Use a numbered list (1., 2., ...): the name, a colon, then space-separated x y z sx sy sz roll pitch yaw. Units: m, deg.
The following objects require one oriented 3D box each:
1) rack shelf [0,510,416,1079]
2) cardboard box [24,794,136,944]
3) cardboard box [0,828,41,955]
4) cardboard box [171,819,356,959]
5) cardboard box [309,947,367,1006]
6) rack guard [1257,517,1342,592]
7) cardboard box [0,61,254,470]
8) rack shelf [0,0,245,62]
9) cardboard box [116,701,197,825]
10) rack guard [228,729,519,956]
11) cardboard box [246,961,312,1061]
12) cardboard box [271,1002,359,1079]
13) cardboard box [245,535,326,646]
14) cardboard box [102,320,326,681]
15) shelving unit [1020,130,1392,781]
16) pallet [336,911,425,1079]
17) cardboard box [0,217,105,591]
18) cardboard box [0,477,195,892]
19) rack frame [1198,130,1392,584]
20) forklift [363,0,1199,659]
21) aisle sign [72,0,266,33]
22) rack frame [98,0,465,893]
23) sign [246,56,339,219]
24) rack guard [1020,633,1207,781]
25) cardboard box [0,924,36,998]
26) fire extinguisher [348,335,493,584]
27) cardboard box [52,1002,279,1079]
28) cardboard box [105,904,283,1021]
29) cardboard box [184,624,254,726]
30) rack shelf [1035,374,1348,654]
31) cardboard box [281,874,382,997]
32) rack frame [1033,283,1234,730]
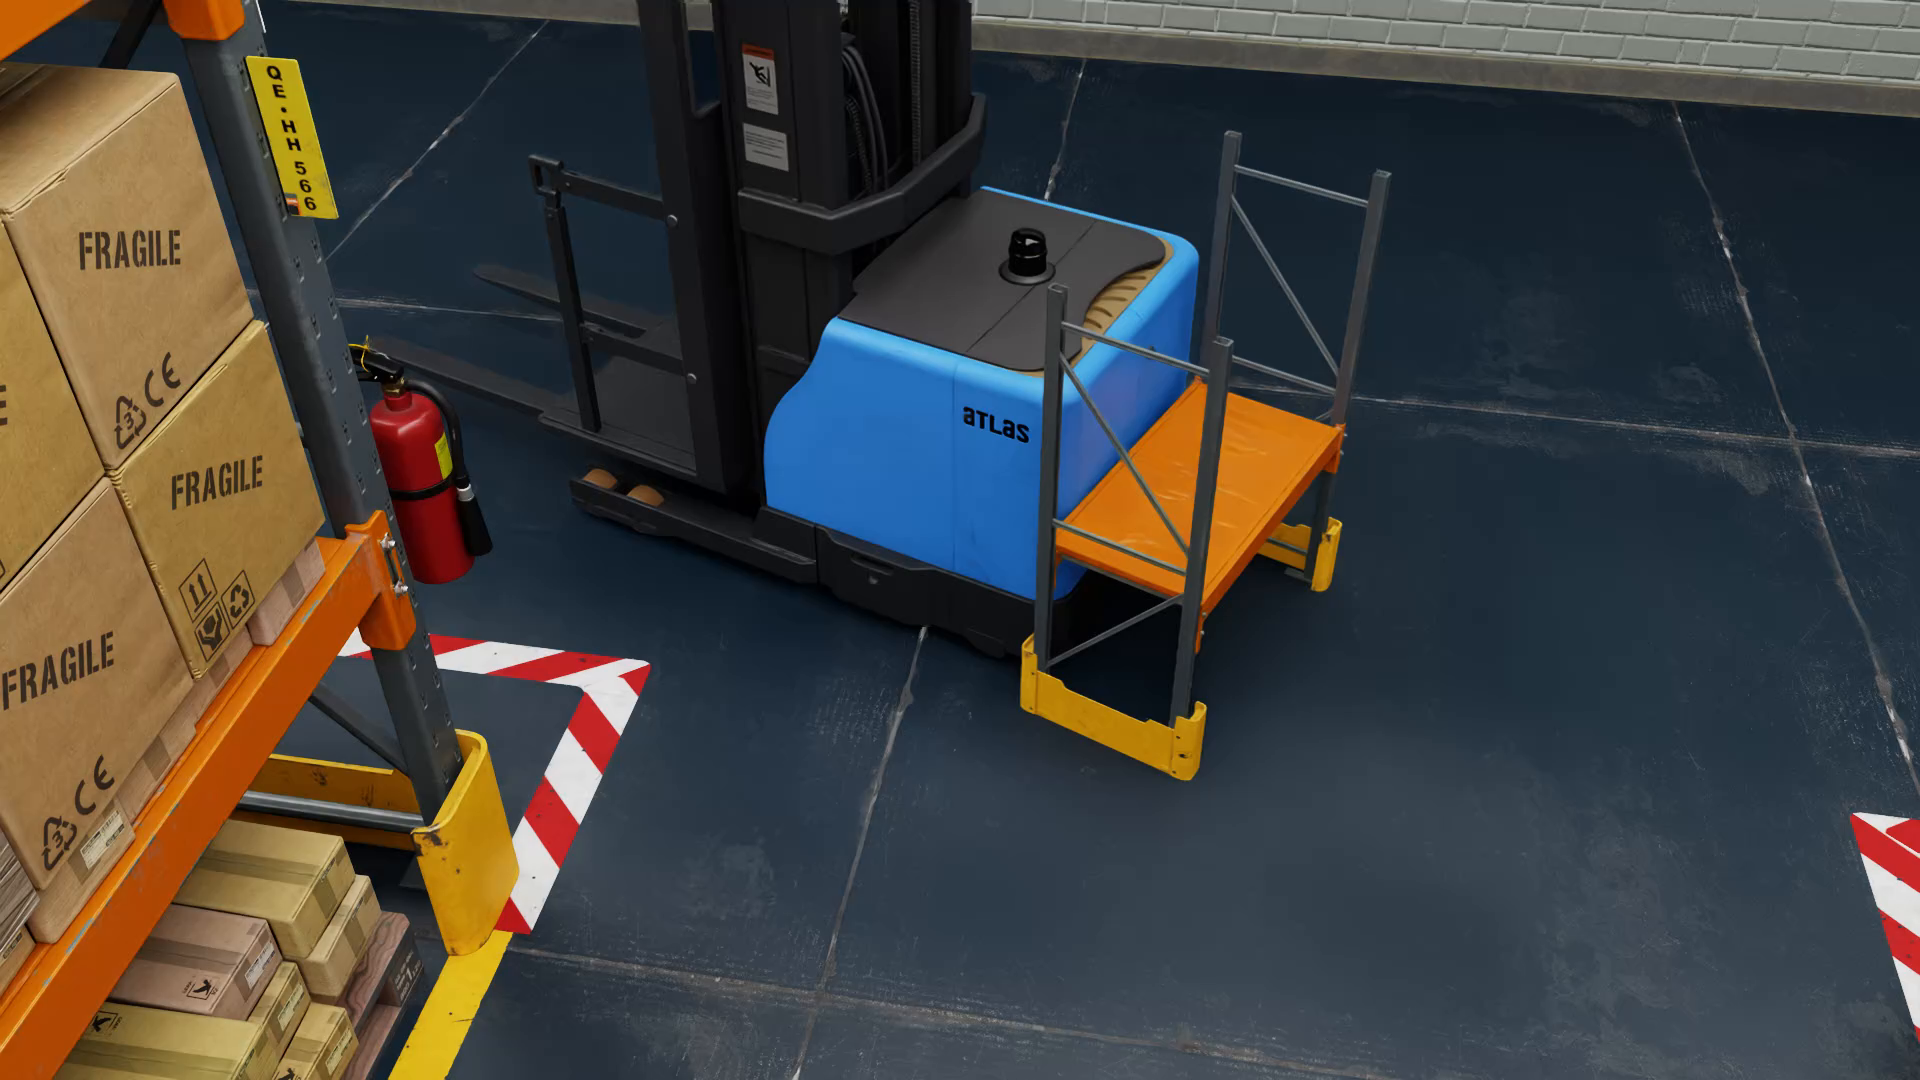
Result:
1. rack shelf: -2.155 1.267 2.428 1.077 0.370 4.000 6 40 8
2. cardboard box: -1.717 0.541 2.939 0.380 0.149 0.250 7 40 9
3. cardboard box: -1.806 0.534 2.438 0.500 0.500 0.500 7 40 8
4. cardboard box: -1.651 0.803 3.866 0.380 0.149 0.250 7 40 8
5. cardboard box: -1.694 1.025 4.064 0.380 0.149 0.250 7 40 8
6. rack guard: 0.984 -0.039 5.601 0.587 0.250 0.087 22 44 25
7. cardboard box: -1.643 -0.489 2.891 0.500 0.500 0.500 6 40 7
8. rack shelf: -2.155 0.111 1.472 1.077 0.370 4.000 6 40 8
9. cardboard box: -1.695 0.378 3.135 0.380 0.149 0.250 6 40 7
10. rack guard: -1.822 0.746 4.455 1.175 0.500 0.348 6 40 8
11. cardboard box: -1.717 1.078 3.766 0.380 0.149 0.250 6 40 7
12. cardboard box: -1.639 1.198 3.855 0.380 0.149 0.250 8 40 9
13. cardboard box: -1.587 0.067 3.511 0.380 0.149 0.250 6 40 8
14. cardboard box: -1.633 -0.108 3.215 0.500 0.500 0.500 7 40 9
15. shelving unit: 0.715 -0.253 4.880 0.587 1.500 1.083 22 44 25
16. pallet: -1.997 1.363 3.935 1.003 0.211 1.213 6 40 8
17. cardboard box: -1.731 -0.171 2.506 0.500 0.500 0.500 5 40 6
18. cardboard box: -1.727 0.215 2.824 0.500 0.500 0.500 6 40 7
19. rack frame: 0.984 -0.522 5.204 0.500 1.500 0.032 22 44 25
20. forklift: -0.778 -1.426 5.174 3.031 2.935 1.130 19 43 22
21. aisle sign: -1.501 -1.280 2.904 0.394 0.787 0.004 6 40 8
22. rack frame: -1.809 -0.265 3.717 1.000 3.000 0.127 6 40 8
23. sign: -1.266 -0.759 3.158 0.100 0.325 0.005 6 40 8
24. rack guard: 0.447 0.496 4.954 0.587 0.250 0.087 22 44 25
25. cardboard box: -1.791 0.703 2.742 0.380 0.149 0.250 5 40 6
26. fire extinguisher: -1.311 -0.199 3.990 0.296 0.674 0.183 6 40 8
27. cardboard box: -1.671 1.131 3.469 0.380 0.149 0.250 6 40 7
28. cardboard box: -1.751 0.954 3.683 0.380 0.149 0.250 7 40 9
29. cardboard box: -1.667 0.219 3.328 0.380 0.149 0.250 6 40 8
30. rack shelf: 0.710 -0.110 4.988 0.538 0.185 1.000 22 44 25
31. cardboard box: -1.619 0.920 3.958 0.380 0.149 0.250 5 40 6
32. rack frame: 0.437 0.024 4.544 0.500 1.500 0.032 22 44 25
